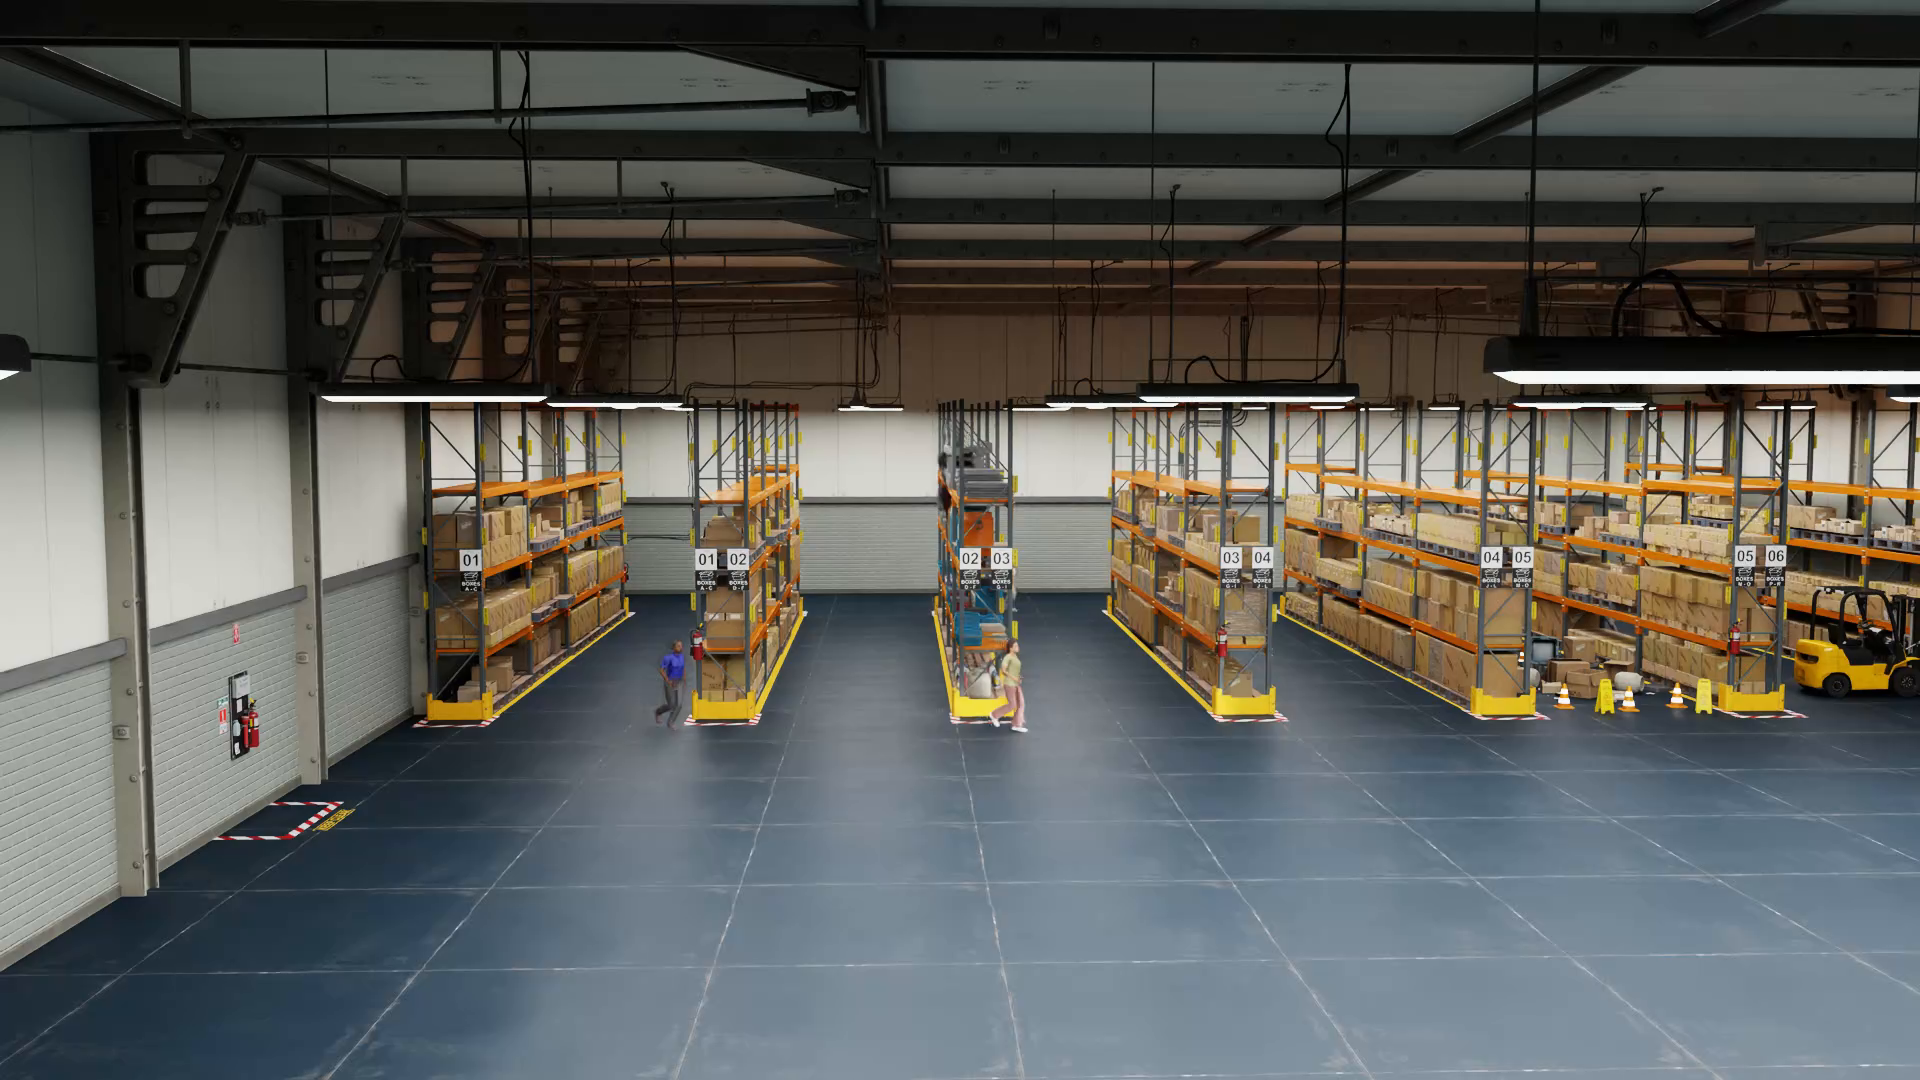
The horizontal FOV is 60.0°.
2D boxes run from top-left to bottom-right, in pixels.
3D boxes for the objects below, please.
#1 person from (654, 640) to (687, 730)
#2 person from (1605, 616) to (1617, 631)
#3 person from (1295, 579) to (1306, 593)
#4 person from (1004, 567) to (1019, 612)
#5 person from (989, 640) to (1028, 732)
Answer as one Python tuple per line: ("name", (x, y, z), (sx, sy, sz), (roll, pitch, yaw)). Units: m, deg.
("person", (-5.258, 2.629, 30.384), (0.596, 1.612, 0.597), (4, 6, 39))
("person", (16.444, 1.601, 42.621), (0.664, 1.804, 0.958), (-1, 4, -8))
("person", (10.073, 1.264, 48.774), (0.591, 1.524, 0.592), (1, 4, 7))
("person", (1.341, 1.233, 48.047), (0.672, 1.736, 0.782), (4, 6, 41))
("person", (0.895, 2.624, 30.034), (0.739, 1.662, 0.603), (2, 5, 24))
